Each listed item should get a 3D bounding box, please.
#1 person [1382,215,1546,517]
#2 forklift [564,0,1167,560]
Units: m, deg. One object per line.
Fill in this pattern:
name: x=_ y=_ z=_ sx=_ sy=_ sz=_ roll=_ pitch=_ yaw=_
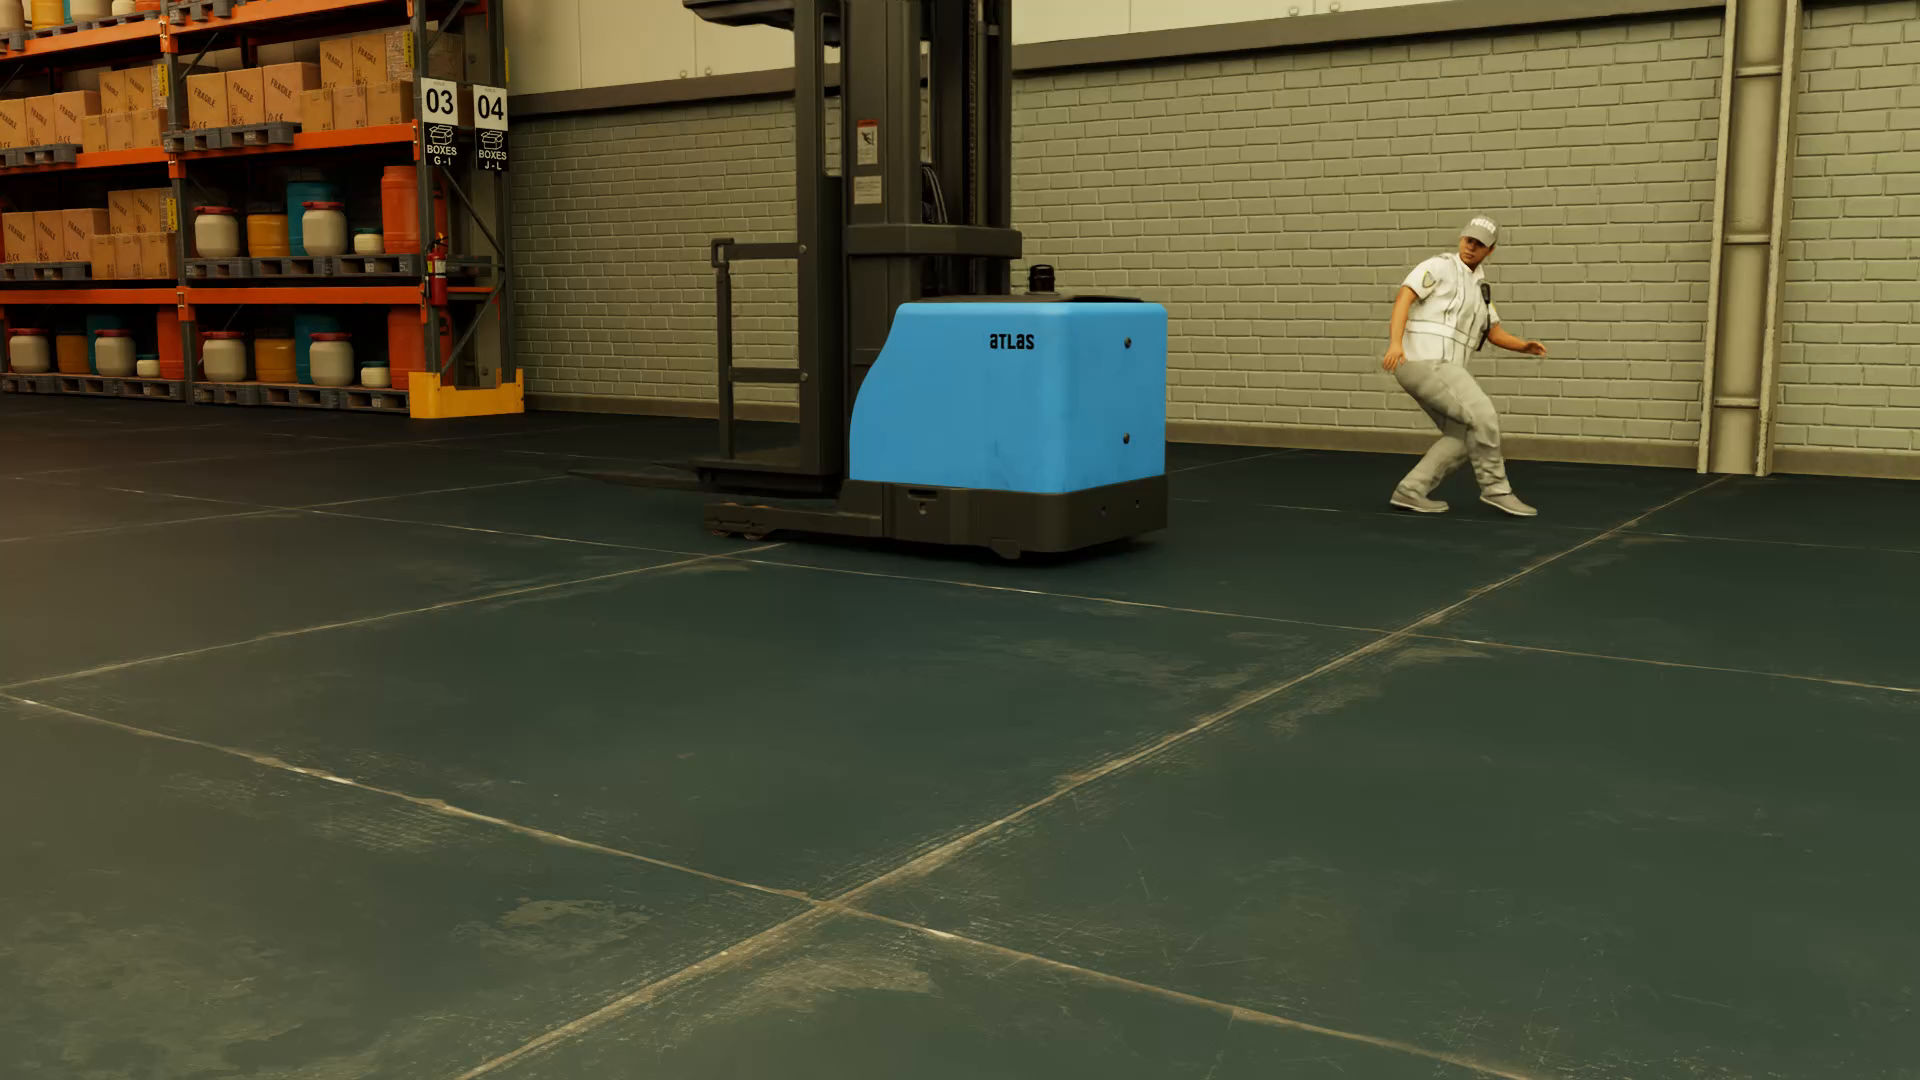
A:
person: x=2.558 y=-0.872 z=8.402 sx=0.750 sy=1.518 sz=0.714 roll=5 pitch=9 yaw=29
forklift: x=-0.577 y=-1.502 z=7.753 sx=3.031 sy=2.935 sz=1.130 roll=5 pitch=10 yaw=33
